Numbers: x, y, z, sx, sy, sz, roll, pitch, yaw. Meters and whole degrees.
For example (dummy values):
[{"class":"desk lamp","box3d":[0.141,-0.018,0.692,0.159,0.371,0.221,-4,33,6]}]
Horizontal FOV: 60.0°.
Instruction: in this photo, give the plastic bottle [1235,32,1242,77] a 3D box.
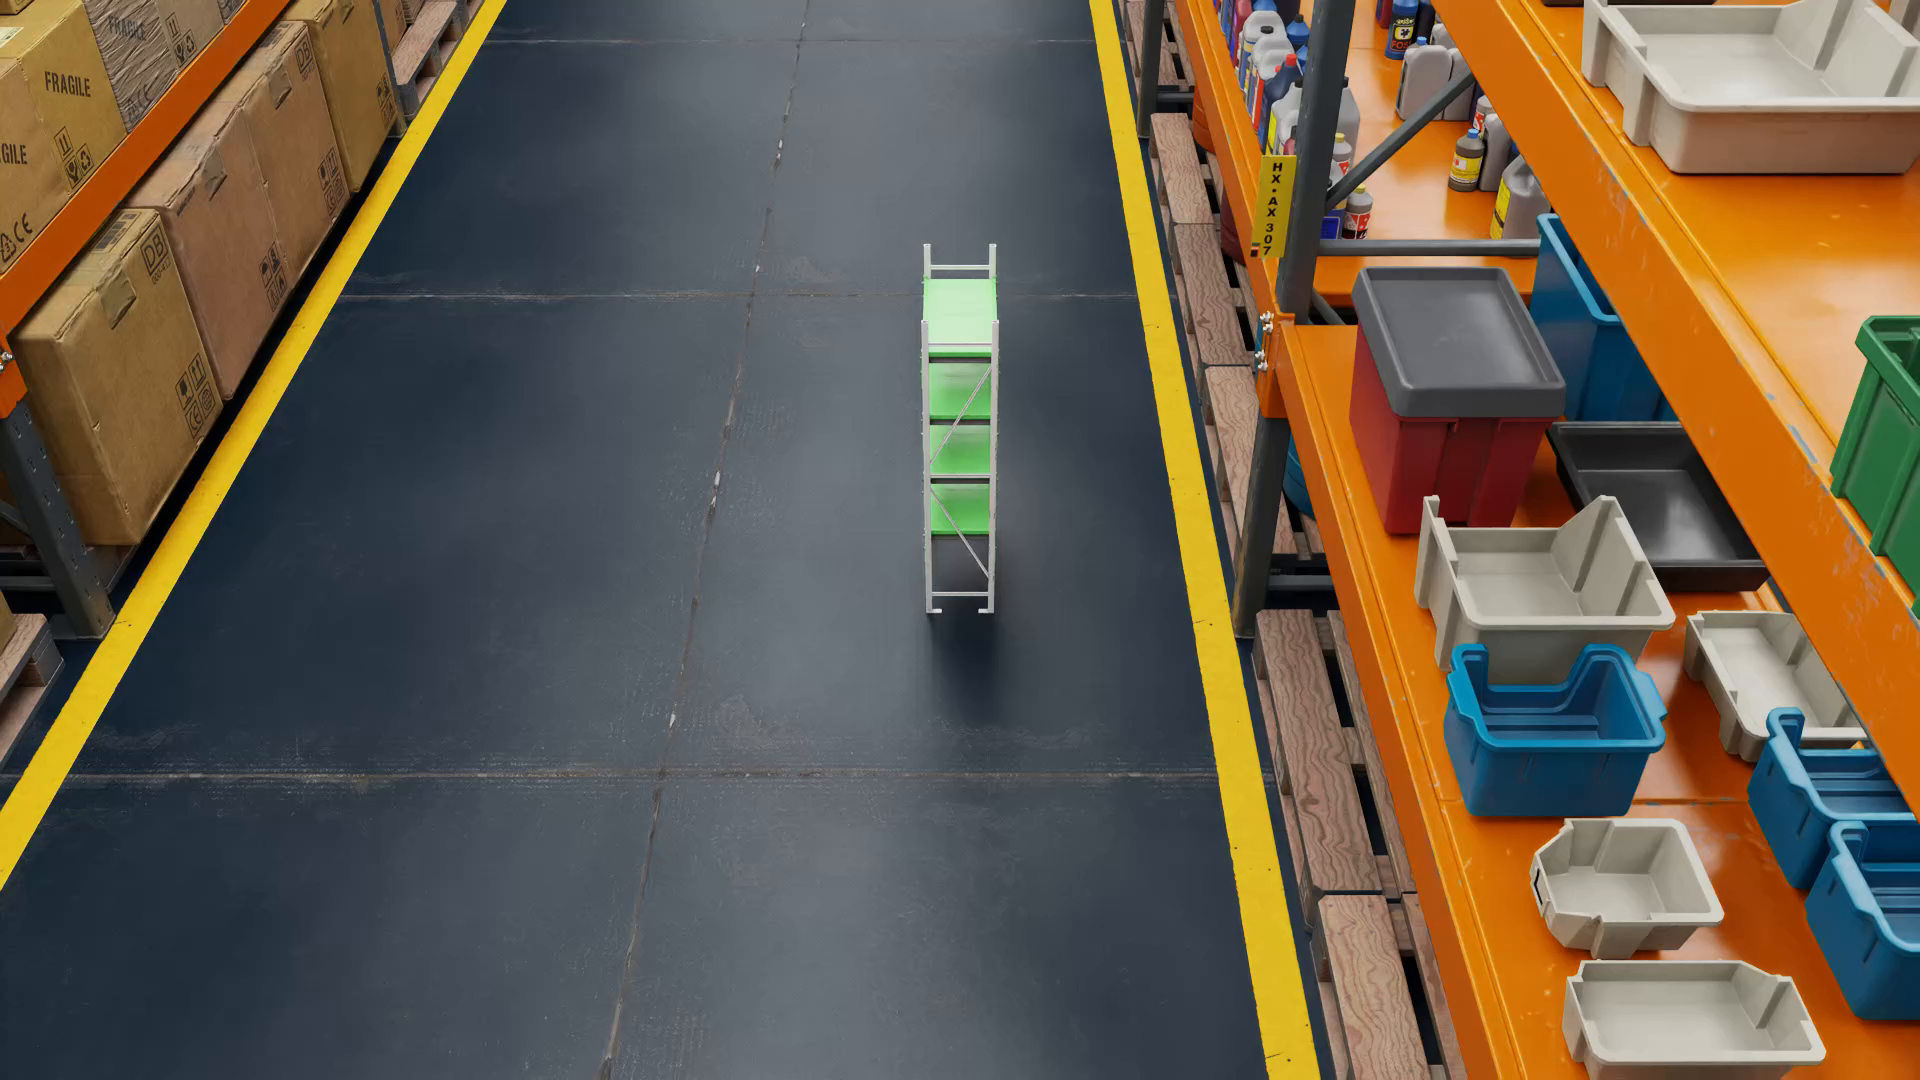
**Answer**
[{"class":"plastic bottle","box3d":[1.108,-1.873,6.347,0.097,0.201,0.097,0,39,0]}]

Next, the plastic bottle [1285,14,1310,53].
[{"class":"plastic bottle","box3d":[1.260,-1.839,6.249,0.097,0.271,0.097,0,39,0]}]

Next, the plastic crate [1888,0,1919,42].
[{"class":"plastic crate","box3d":[1.771,-0.867,2.630,0.437,0.282,0.530,0,39,0]}]

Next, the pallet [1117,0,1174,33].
[{"class":"pallet","box3d":[1.495,-3.517,10.470,1.003,0.211,1.213,0,39,0]}]

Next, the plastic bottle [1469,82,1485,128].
[{"class":"plastic bottle","box3d":[1.886,-1.598,5.938,0.061,0.283,0.133,0,39,0]}]

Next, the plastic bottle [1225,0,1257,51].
[{"class":"plastic bottle","box3d":[1.131,-2.103,6.514,0.144,0.351,0.185,0,39,0]}]

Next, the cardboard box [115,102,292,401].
[{"class":"cardboard box","box3d":[-3.515,-1.149,6.648,1.225,0.875,0.875,-1,39,-2]}]

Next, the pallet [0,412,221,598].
[{"class":"pallet","box3d":[-3.569,-0.249,6.392,1.003,0.211,1.213,0,39,0]}]

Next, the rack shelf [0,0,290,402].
[{"class":"rack shelf","box3d":[-3.495,-1.825,6.704,1.077,0.370,4.000,0,39,0]}]

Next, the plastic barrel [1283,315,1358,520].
[{"class":"plastic barrel","box3d":[1.477,-0.544,5.872,0.600,0.901,0.708,0,39,0]}]

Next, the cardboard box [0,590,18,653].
[{"class":"cardboard box","box3d":[-3.572,0.223,4.936,0.875,0.875,0.875,0,39,0]}]

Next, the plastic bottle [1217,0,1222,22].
[{"class":"plastic bottle","box3d":[1.107,-2.244,6.754,0.097,0.271,0.097,0,39,0]}]

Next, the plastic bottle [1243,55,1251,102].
[{"class":"plastic bottle","box3d":[1.108,-1.728,6.166,0.097,0.201,0.097,0,39,0]}]

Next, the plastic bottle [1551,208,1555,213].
[{"class":"plastic bottle","box3d":[1.887,-1.042,5.245,0.061,0.283,0.133,0,39,0]}]

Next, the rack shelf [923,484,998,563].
[{"class":"rack shelf","box3d":[0.000,-0.128,5.936,0.258,0.148,0.480,0,39,0]}]

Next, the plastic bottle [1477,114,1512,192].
[{"class":"plastic bottle","box3d":[1.840,-1.328,5.608,0.152,0.276,0.135,0,39,0]}]

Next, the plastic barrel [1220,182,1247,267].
[{"class":"plastic barrel","box3d":[1.475,-1.570,7.404,0.600,0.588,0.708,0,39,0]}]

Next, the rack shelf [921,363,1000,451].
[{"class":"rack shelf","box3d":[0.000,-0.502,5.635,0.258,0.148,0.480,0,39,0]}]

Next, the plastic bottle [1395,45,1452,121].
[{"class":"plastic bottle","box3d":[1.688,-1.679,6.045,0.152,0.276,0.135,0,39,0]}]

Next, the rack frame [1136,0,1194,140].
[{"class":"rack frame","box3d":[1.456,-3.360,8.044,1.000,3.000,0.127,0,39,0]}]

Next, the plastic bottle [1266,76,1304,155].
[{"class":"plastic bottle","box3d":[1.132,-1.414,5.655,0.144,0.351,0.185,0,39,0]}]

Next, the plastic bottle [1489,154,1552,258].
[{"class":"plastic bottle","box3d":[1.784,-1.085,5.244,0.144,0.351,0.185,0,39,0]}]

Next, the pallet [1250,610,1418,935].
[{"class":"pallet","box3d":[1.500,0.690,5.221,1.003,0.211,1.213,0,39,0]}]

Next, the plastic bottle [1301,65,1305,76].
[{"class":"plastic bottle","box3d":[1.260,-1.610,5.963,0.097,0.271,0.097,0,39,0]}]

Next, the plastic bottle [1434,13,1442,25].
[{"class":"plastic bottle","box3d":[1.867,-1.955,6.394,0.097,0.271,0.097,0,39,0]}]

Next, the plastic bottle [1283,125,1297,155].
[{"class":"plastic bottle","box3d":[1.091,-1.204,5.447,0.061,0.283,0.133,0,39,0]}]

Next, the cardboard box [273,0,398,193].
[{"class":"cardboard box","box3d":[-3.517,-2.259,8.034,1.225,0.875,0.875,-2,39,-2]}]

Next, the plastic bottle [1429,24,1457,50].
[{"class":"plastic bottle","box3d":[1.839,-1.824,6.226,0.152,0.276,0.135,0,39,0]}]

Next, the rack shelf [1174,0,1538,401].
[{"class":"rack shelf","box3d":[1.458,-1.828,6.708,1.077,0.370,4.000,0,39,0]}]

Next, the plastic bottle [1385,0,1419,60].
[{"class":"plastic bottle","box3d":[1.722,-2.016,6.470,0.097,0.271,0.097,0,39,0]}]

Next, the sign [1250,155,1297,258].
[{"class":"sign","box3d":[0.910,-0.967,4.837,0.100,0.325,0.005,0,39,0]}]

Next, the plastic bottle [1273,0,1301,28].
[{"class":"plastic bottle","box3d":[1.283,-2.187,6.620,0.144,0.351,0.185,0,39,0]}]

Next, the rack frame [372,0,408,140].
[{"class":"rack frame","box3d":[-3.497,-3.356,8.039,1.000,3.000,0.127,0,39,0]}]

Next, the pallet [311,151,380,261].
[{"class":"pallet","box3d":[-3.572,-1.775,8.296,1.003,0.211,1.213,0,39,0]}]

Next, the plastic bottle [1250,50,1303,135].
[{"class":"plastic bottle","box3d":[1.136,-1.600,5.947,0.152,0.276,0.135,0,39,0]}]

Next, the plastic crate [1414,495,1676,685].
[{"class":"plastic crate","box3d":[1.278,0.120,3.749,0.437,0.282,0.530,0,39,0]}]

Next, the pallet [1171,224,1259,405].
[{"class":"pallet","box3d":[1.497,-1.018,7.351,1.003,0.211,1.213,0,39,0]}]

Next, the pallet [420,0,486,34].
[{"class":"pallet","box3d":[-3.495,-3.518,10.471,1.003,0.211,1.213,0,39,0]}]

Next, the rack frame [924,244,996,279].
[{"class":"rack frame","box3d":[0.000,-0.517,5.936,0.240,1.200,0.015,0,39,0]}]

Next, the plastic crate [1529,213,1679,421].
[{"class":"plastic crate","box3d":[1.802,-0.584,4.545,0.392,0.384,0.575,0,39,0]}]

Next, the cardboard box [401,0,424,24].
[{"class":"cardboard box","box3d":[-3.531,-3.318,9.639,0.700,0.500,0.500,-3,39,-4]}]

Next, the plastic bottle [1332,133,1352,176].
[{"class":"plastic bottle","box3d":[1.261,-1.267,5.592,0.097,0.201,0.097,0,39,0]}]

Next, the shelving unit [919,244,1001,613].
[{"class":"shelving unit","box3d":[0.000,-0.365,5.746,0.258,1.200,0.503,0,39,0]}]

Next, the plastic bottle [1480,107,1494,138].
[{"class":"plastic bottle","box3d":[1.867,-1.433,5.798,0.097,0.201,0.097,0,39,0]}]

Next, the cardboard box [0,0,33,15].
[{"class":"cardboard box","box3d":[-3.491,-2.114,5.607,0.797,0.503,0.637,0,39,0]}]

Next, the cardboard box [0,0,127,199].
[{"class":"cardboard box","box3d":[-3.245,-1.496,5.638,0.500,0.500,0.500,0,39,0]}]

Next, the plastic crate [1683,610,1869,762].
[{"class":"plastic crate","box3d":[1.763,0.310,3.628,0.293,0.136,0.466,0,39,0]}]

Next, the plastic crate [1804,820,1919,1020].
[{"class":"plastic crate","box3d":[1.792,0.707,3.055,0.416,0.233,0.300,0,39,0]}]

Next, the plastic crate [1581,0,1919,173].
[{"class":"plastic crate","box3d":[1.214,-0.717,2.558,0.437,0.136,0.530,0,39,0]}]

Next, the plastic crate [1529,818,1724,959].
[{"class":"plastic crate","box3d":[1.253,0.672,3.175,0.298,0.136,0.250,0,39,0]}]

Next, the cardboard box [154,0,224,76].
[{"class":"cardboard box","box3d":[-3.251,-2.132,6.432,0.500,0.500,0.500,1,39,1]}]
